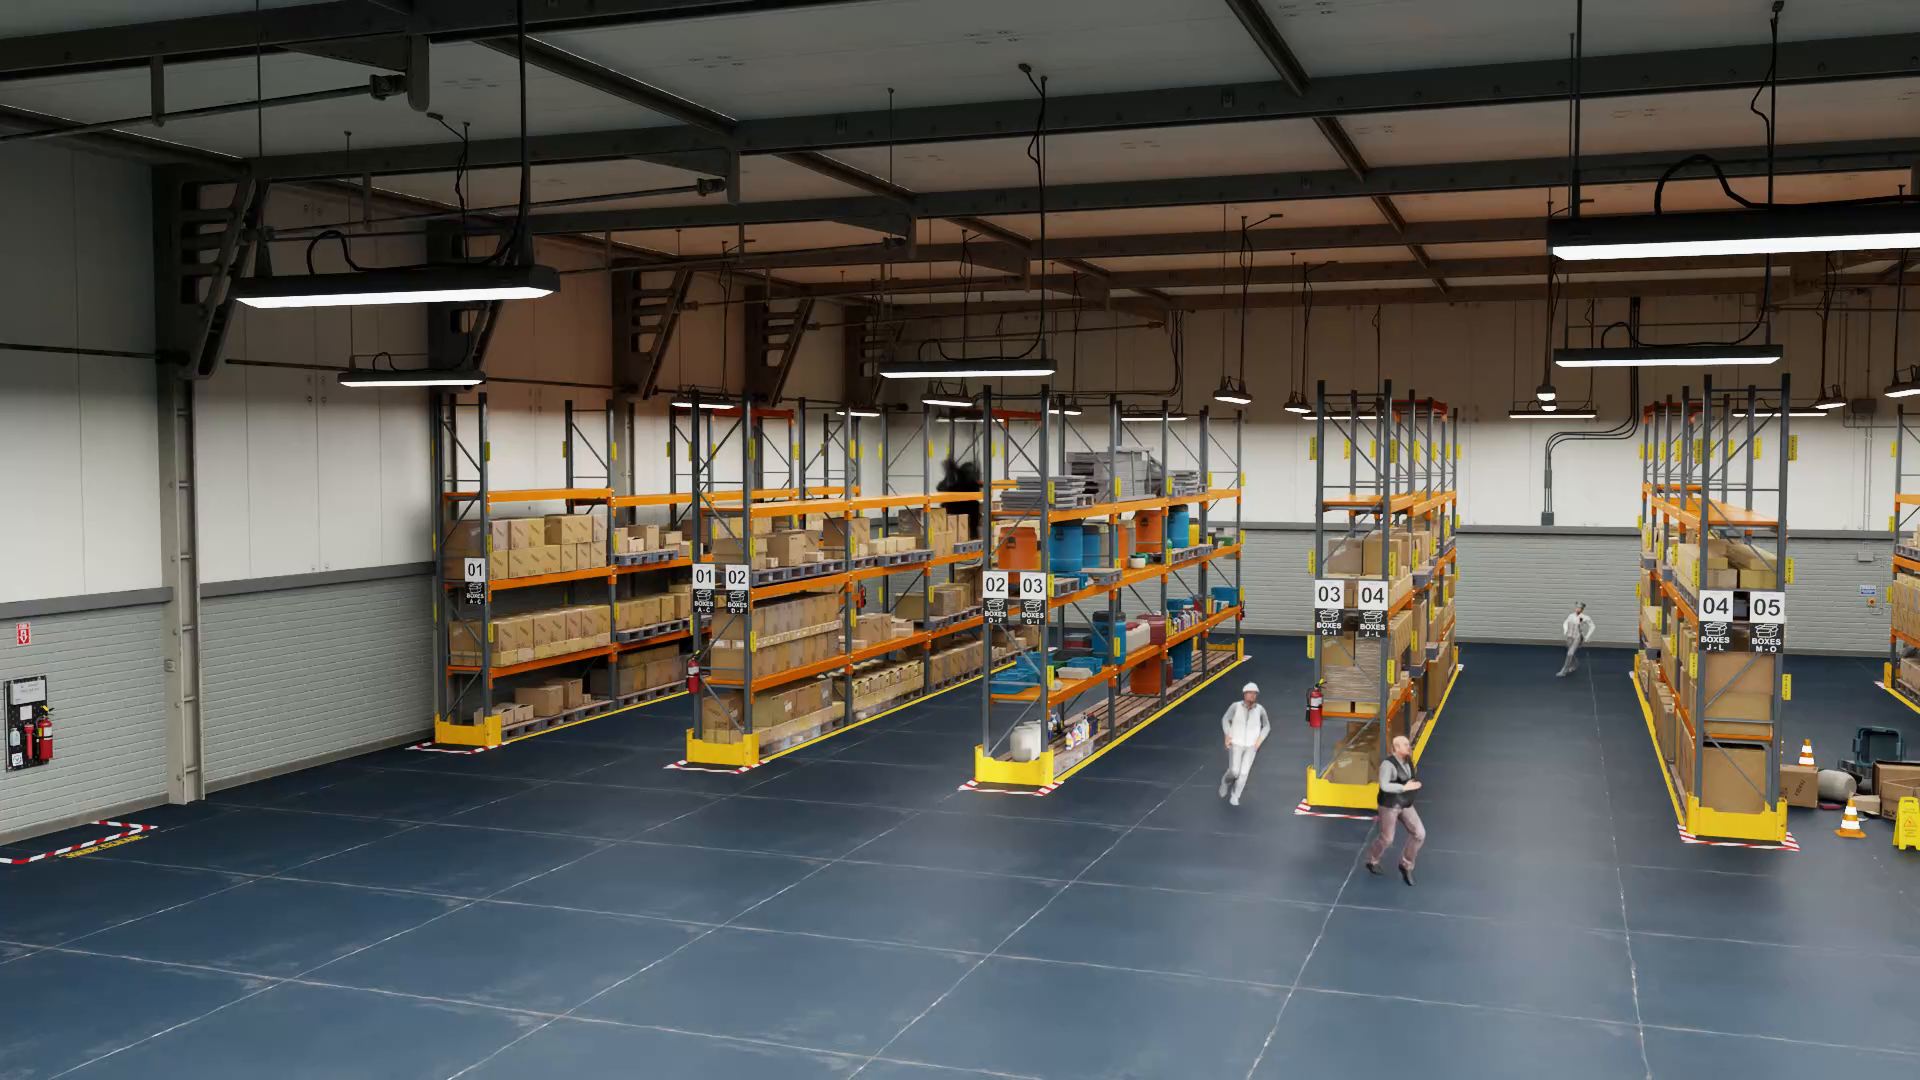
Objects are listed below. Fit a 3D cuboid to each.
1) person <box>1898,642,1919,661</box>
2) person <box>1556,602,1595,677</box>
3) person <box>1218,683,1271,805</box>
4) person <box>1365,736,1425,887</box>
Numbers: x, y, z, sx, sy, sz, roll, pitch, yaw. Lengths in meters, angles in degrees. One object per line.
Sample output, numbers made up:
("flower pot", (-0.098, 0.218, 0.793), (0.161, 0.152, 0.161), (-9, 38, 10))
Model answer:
("person", (20.725, 2.228, 36.180), (0.748, 1.706, 0.507), (-3, 4, -42))
("person", (13.694, 2.191, 36.968), (0.924, 1.661, 0.674), (-2, 4, -38))
("person", (4.057, 2.886, 23.648), (0.706, 1.722, 0.550), (0, 3, 3))
("person", (5.044, 3.122, 19.283), (0.679, 1.745, 0.832), (-2, 4, -35))
